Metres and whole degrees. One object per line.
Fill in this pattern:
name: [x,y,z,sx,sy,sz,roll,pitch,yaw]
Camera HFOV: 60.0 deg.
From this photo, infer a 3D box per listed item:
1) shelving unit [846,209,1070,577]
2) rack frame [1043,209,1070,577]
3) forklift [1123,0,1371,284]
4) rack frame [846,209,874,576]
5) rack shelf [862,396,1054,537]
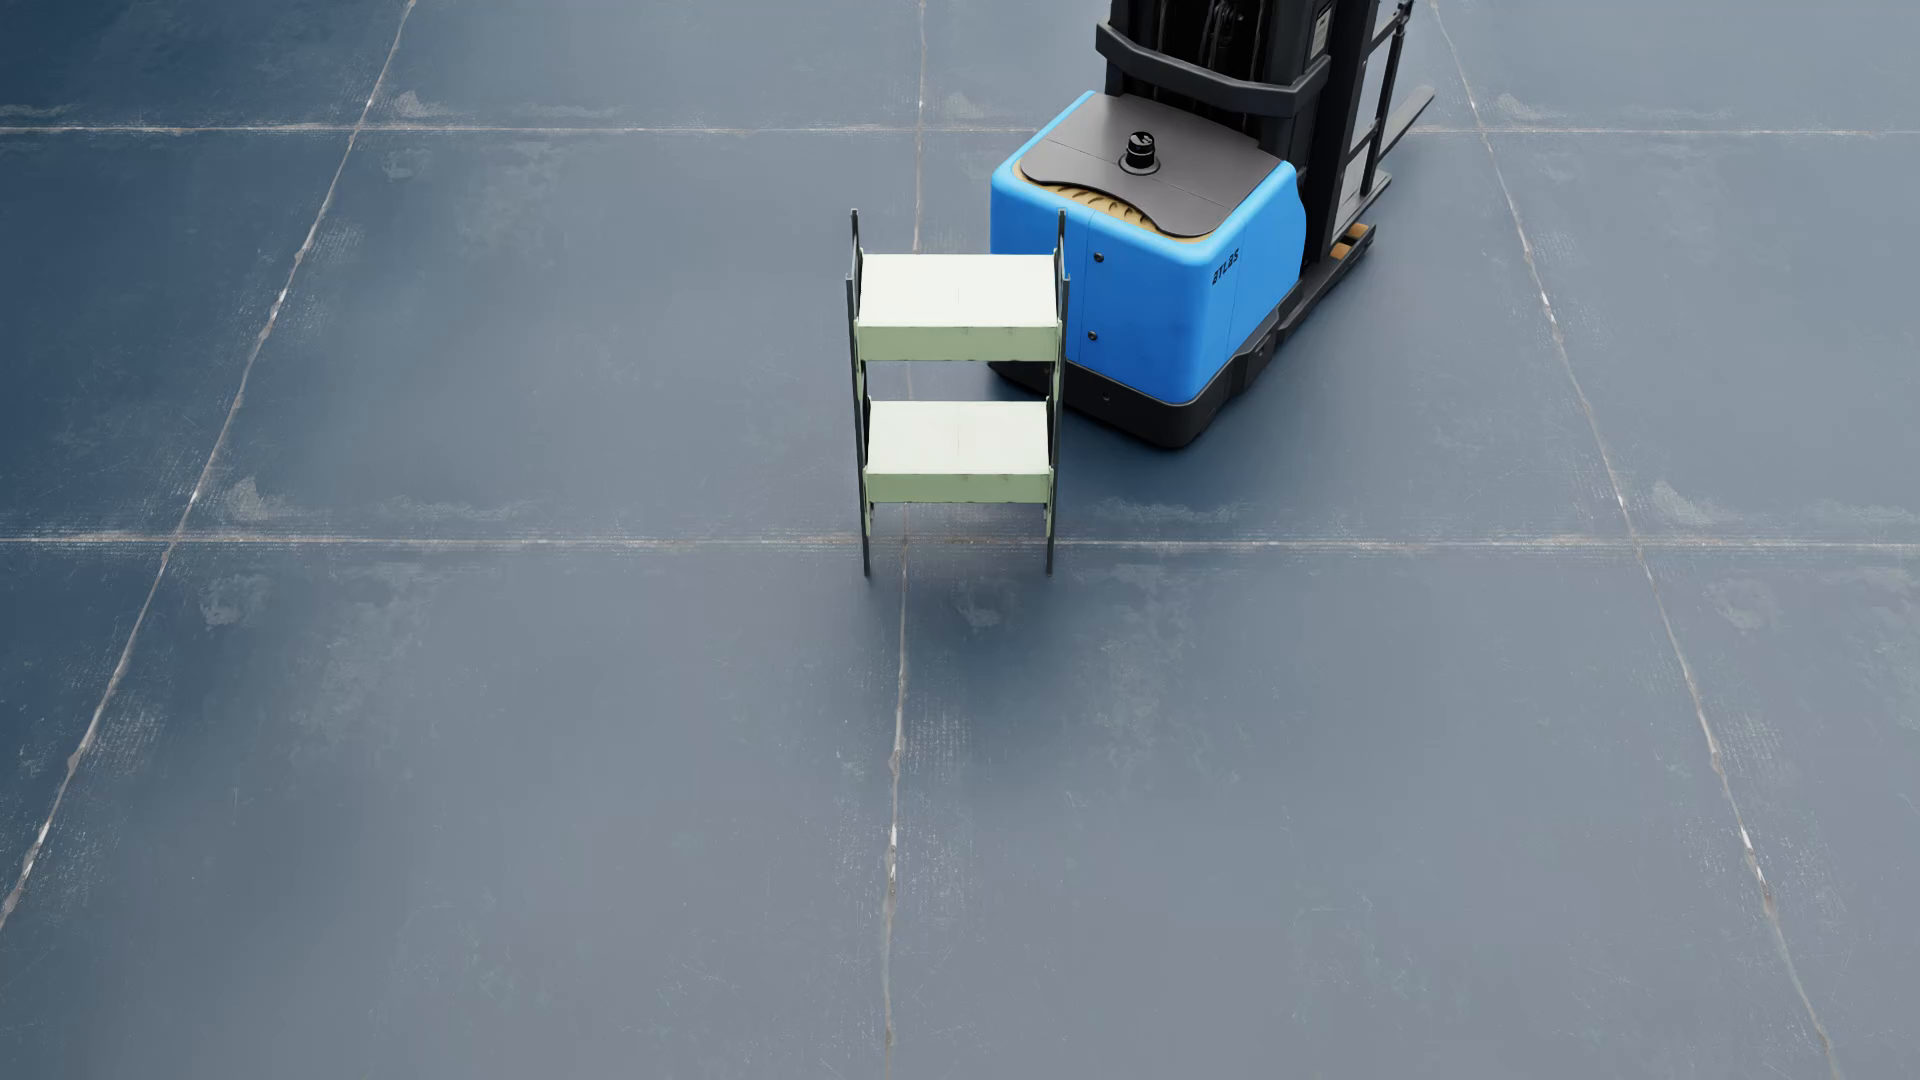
shelving unit: [14.695,-0.461,6.235,30.159,1.500,6.000,0,47,0]
rack frame: [0.359,-0.510,6.281,0.023,1.500,0.400,0,47,0]
forklift: [20.098,-4.275,4.654,32.329,9.011,23.583,27,53,23]
rack frame: [-0.373,-0.512,6.283,0.023,1.500,0.400,0,47,0]
rack shelf: [14.704,-0.157,6.561,30.141,0.609,6.000,0,47,0]
